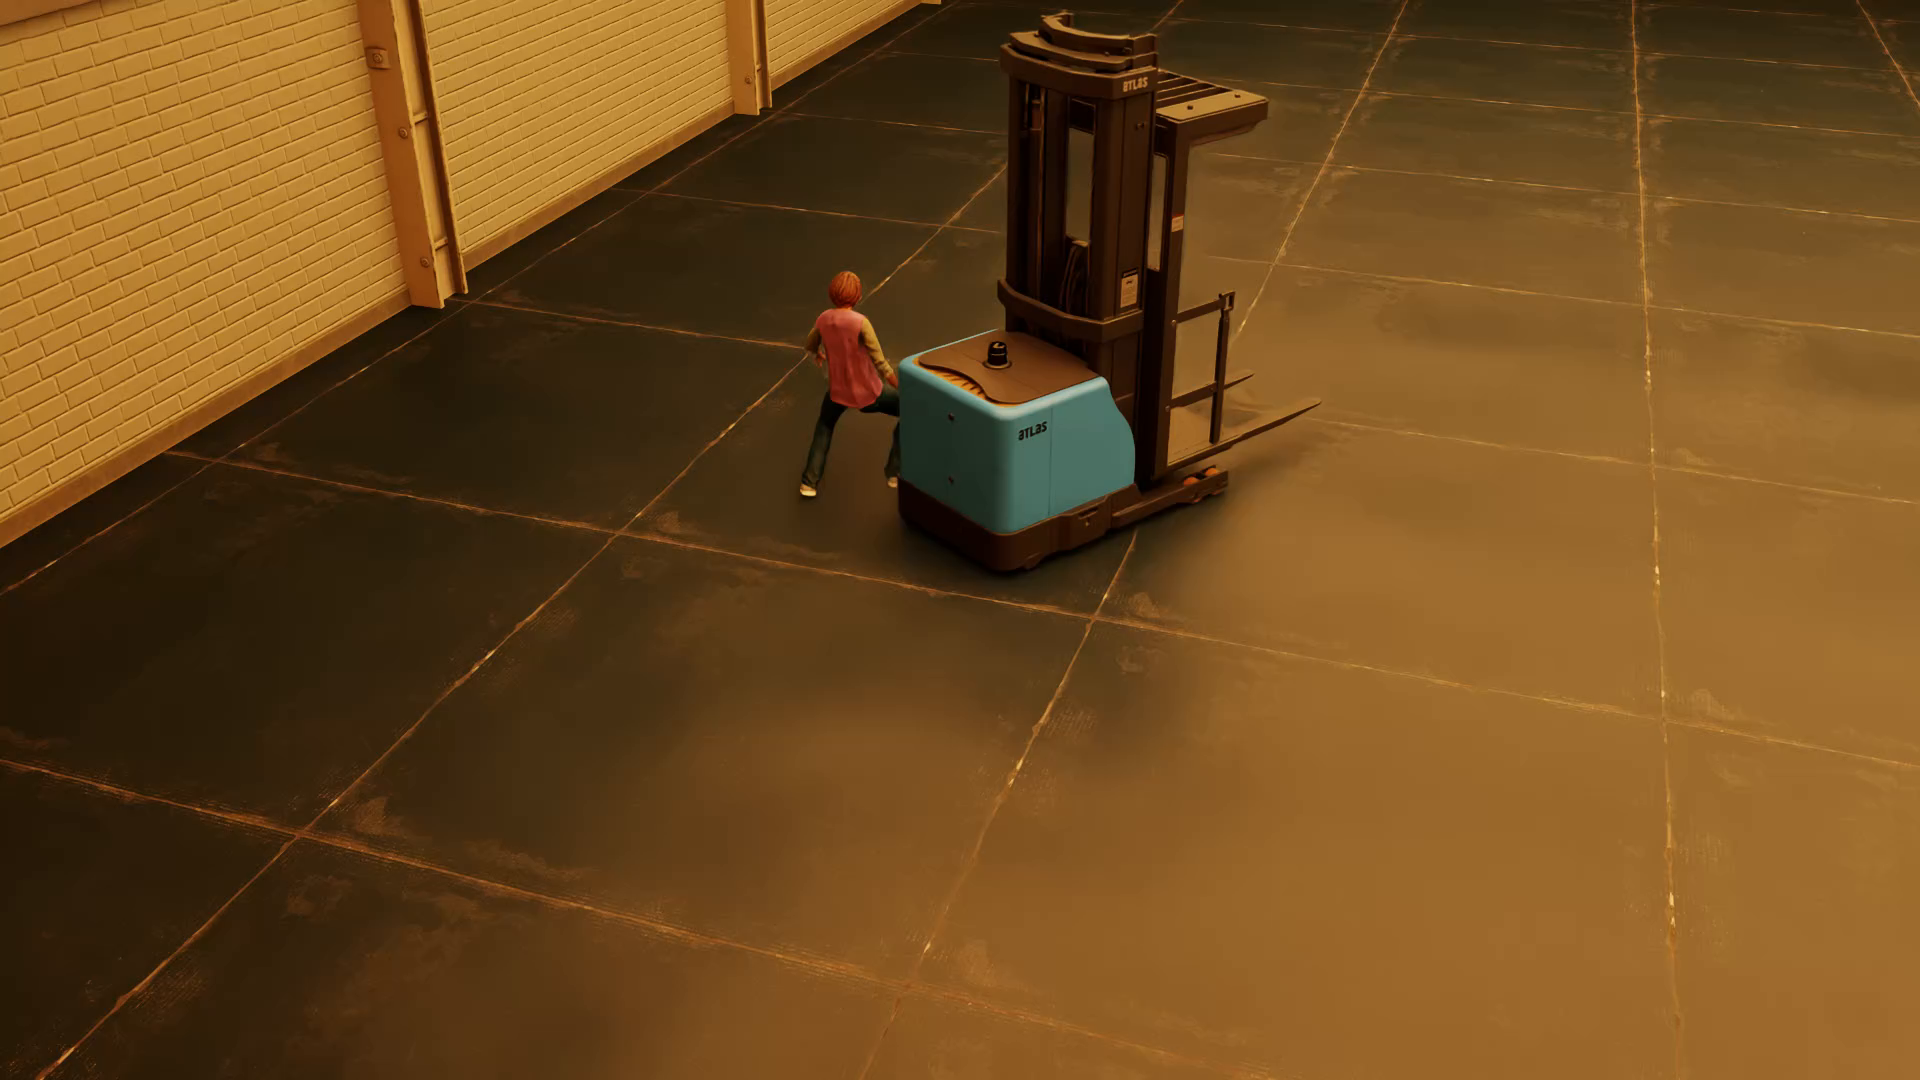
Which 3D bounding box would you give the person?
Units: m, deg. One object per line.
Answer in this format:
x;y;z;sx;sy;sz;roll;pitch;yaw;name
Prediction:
-0.674;-0.956;10.343;0.814;1.478;0.618;18;34;28;person

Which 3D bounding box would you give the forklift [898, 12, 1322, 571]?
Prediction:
1.082;-1.684;10.090;3.031;2.935;1.130;-22;36;-33;forklift
